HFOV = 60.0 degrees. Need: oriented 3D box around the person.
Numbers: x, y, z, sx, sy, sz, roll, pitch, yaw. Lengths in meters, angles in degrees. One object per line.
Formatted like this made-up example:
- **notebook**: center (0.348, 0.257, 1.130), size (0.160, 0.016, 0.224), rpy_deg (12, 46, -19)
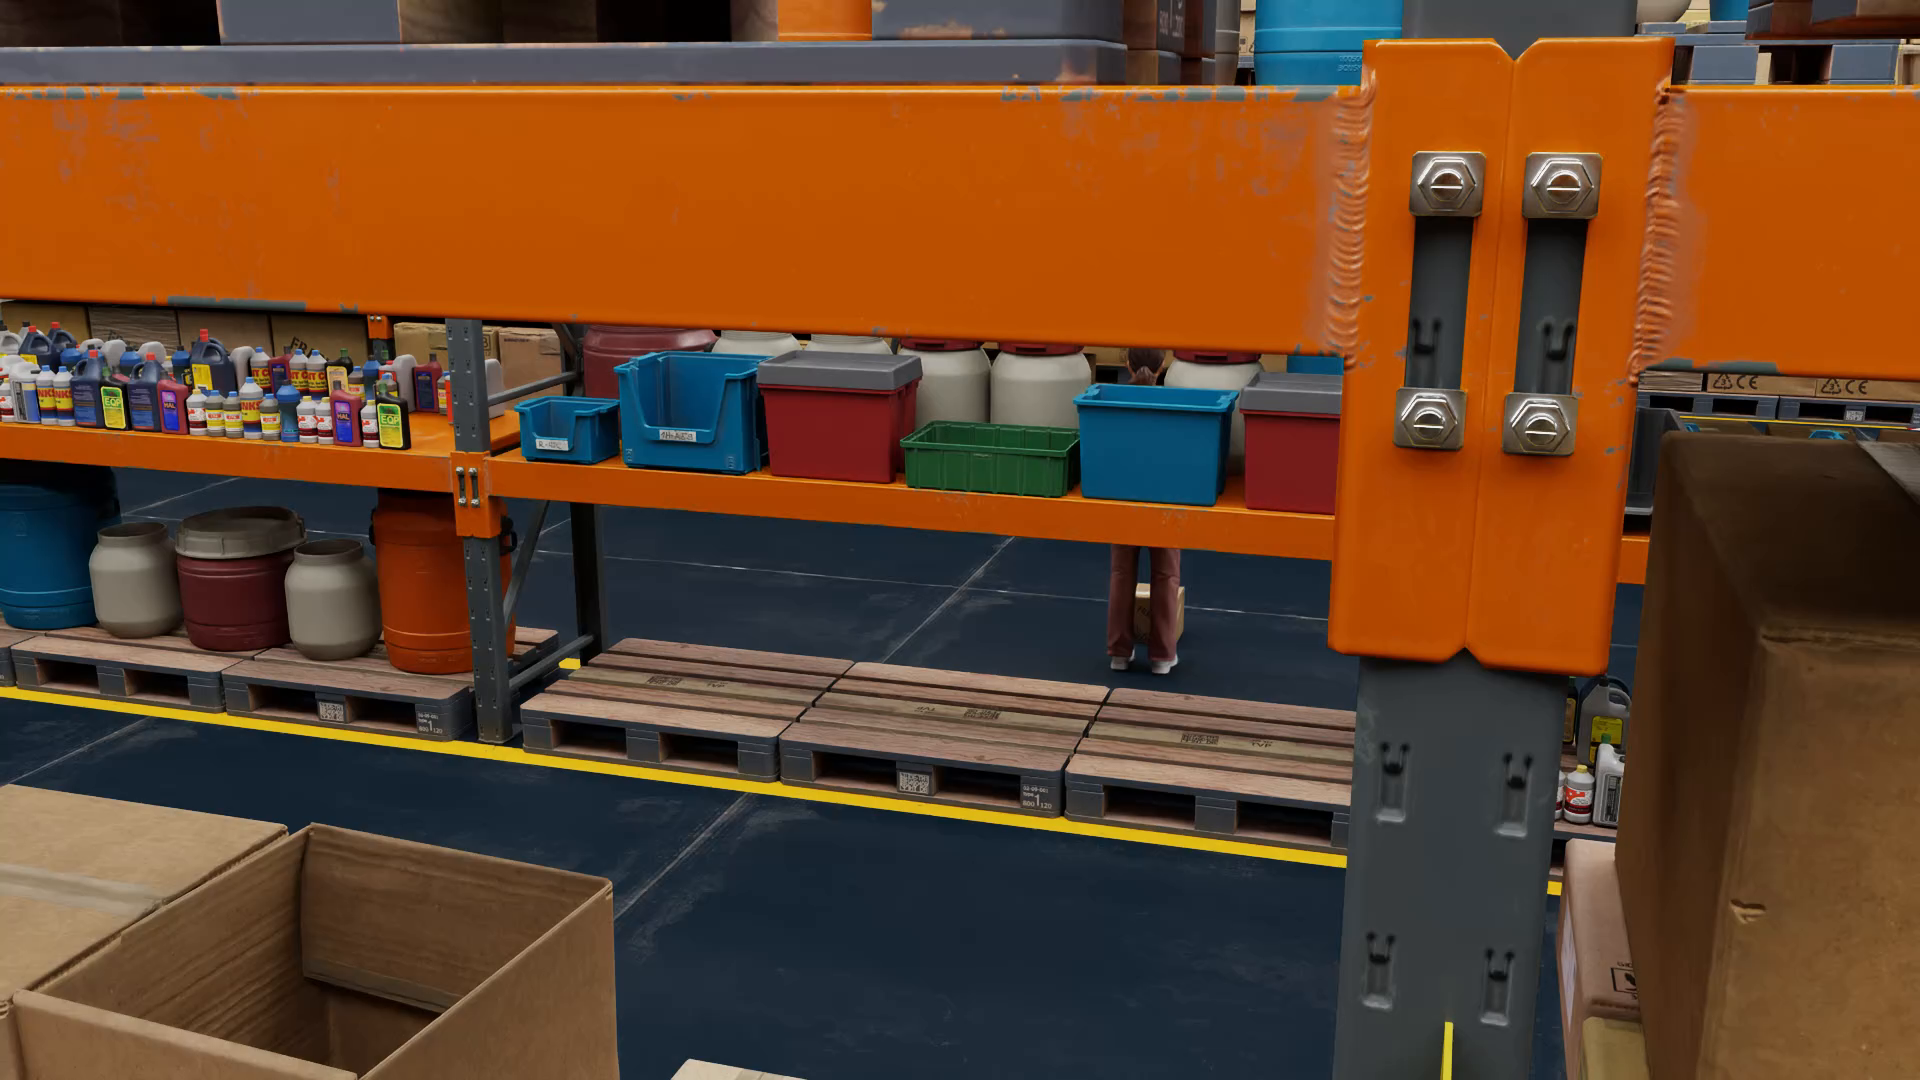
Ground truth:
- **person**: center (0.895, -0.170, 8.165), size (0.442, 1.672, 0.362), rpy_deg (5, 16, 17)
